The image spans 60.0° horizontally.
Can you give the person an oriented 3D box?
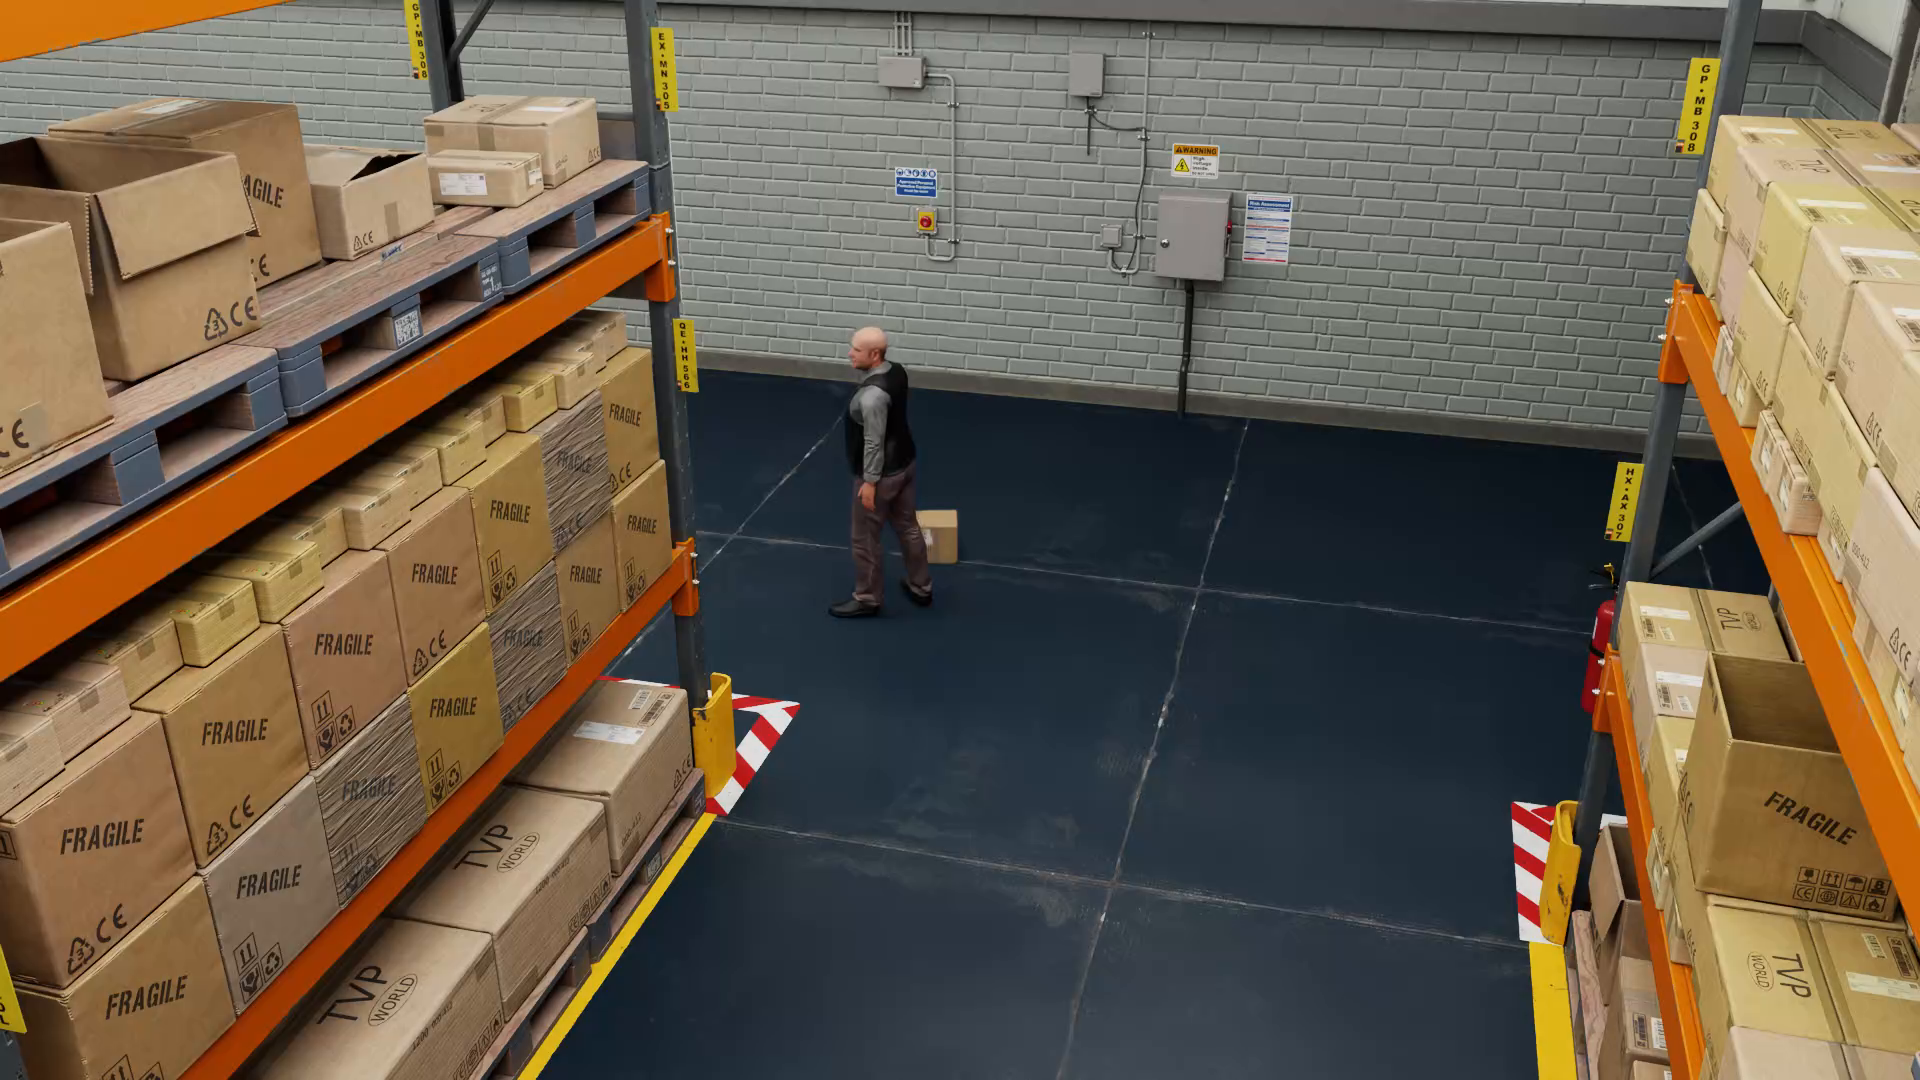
[{"bbox_3d":[-0.450,-0.388,9.458,0.549,1.726,0.553,8,26,17],"label":"person"}]
